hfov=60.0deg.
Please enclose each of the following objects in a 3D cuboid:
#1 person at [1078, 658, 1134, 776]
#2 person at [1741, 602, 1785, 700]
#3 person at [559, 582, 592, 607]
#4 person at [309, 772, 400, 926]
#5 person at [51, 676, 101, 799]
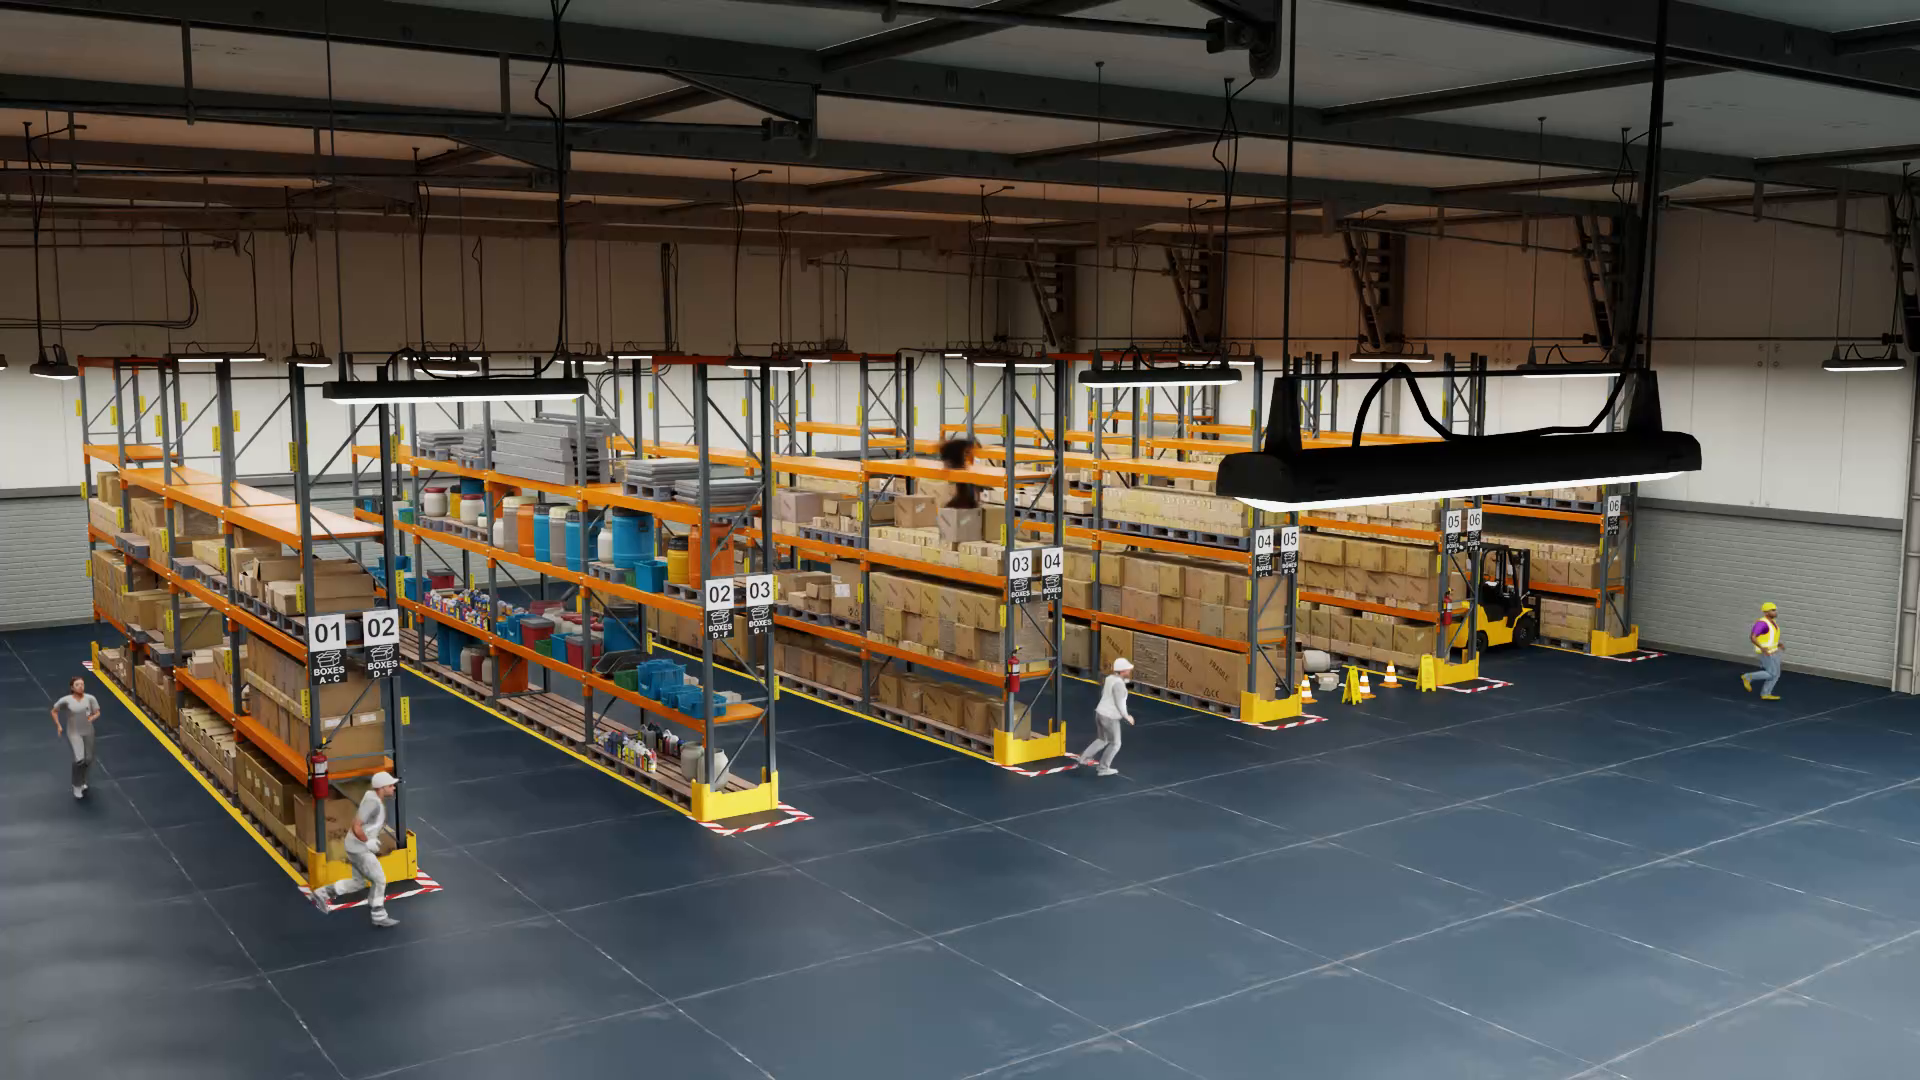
[{"bbox_3d":[2.132,2.566,24.140,0.753,1.714,0.623,-2,7,-16],"label":"person"},{"bbox_3d":[14.137,1.947,29.226,0.637,1.727,0.694,6,9,42],"label":"person"},{"bbox_3d":[-8.985,0.799,39.054,0.857,1.668,0.550,-1,7,-7],"label":"person"},{"bbox_3d":[-6.492,3.349,17.812,0.969,1.728,0.665,-1,7,-9],"label":"person"},{"bbox_3d":[-12.181,2.721,22.999,0.555,1.689,0.703,-7,10,-44],"label":"person"}]
